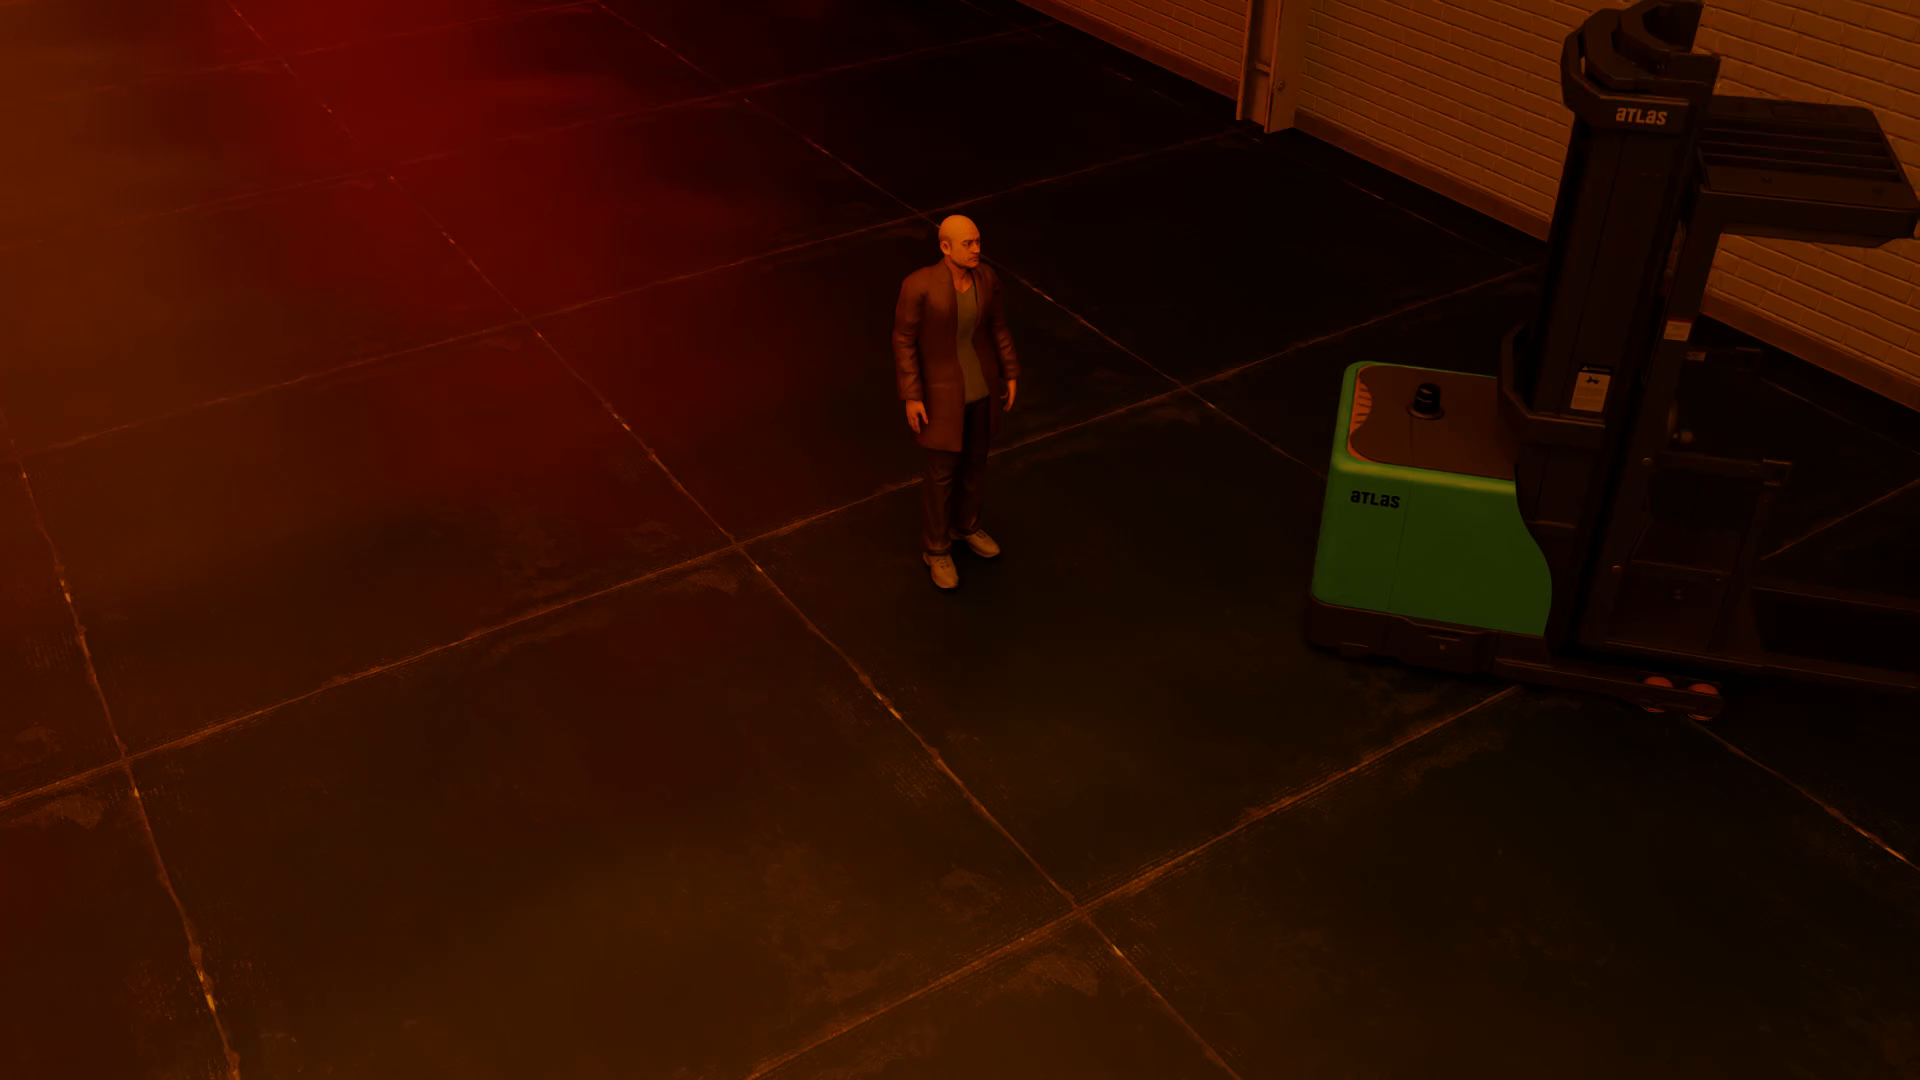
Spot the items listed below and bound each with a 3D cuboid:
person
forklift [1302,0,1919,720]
[{"bbox_3d":[0.045,-0.688,8.117,0.694,1.776,0.582,-21,40,-27],"label":"person"},{"bbox_3d":[3.210,-0.722,7.176,3.031,2.935,1.130,9,36,12],"label":"forklift"}]
